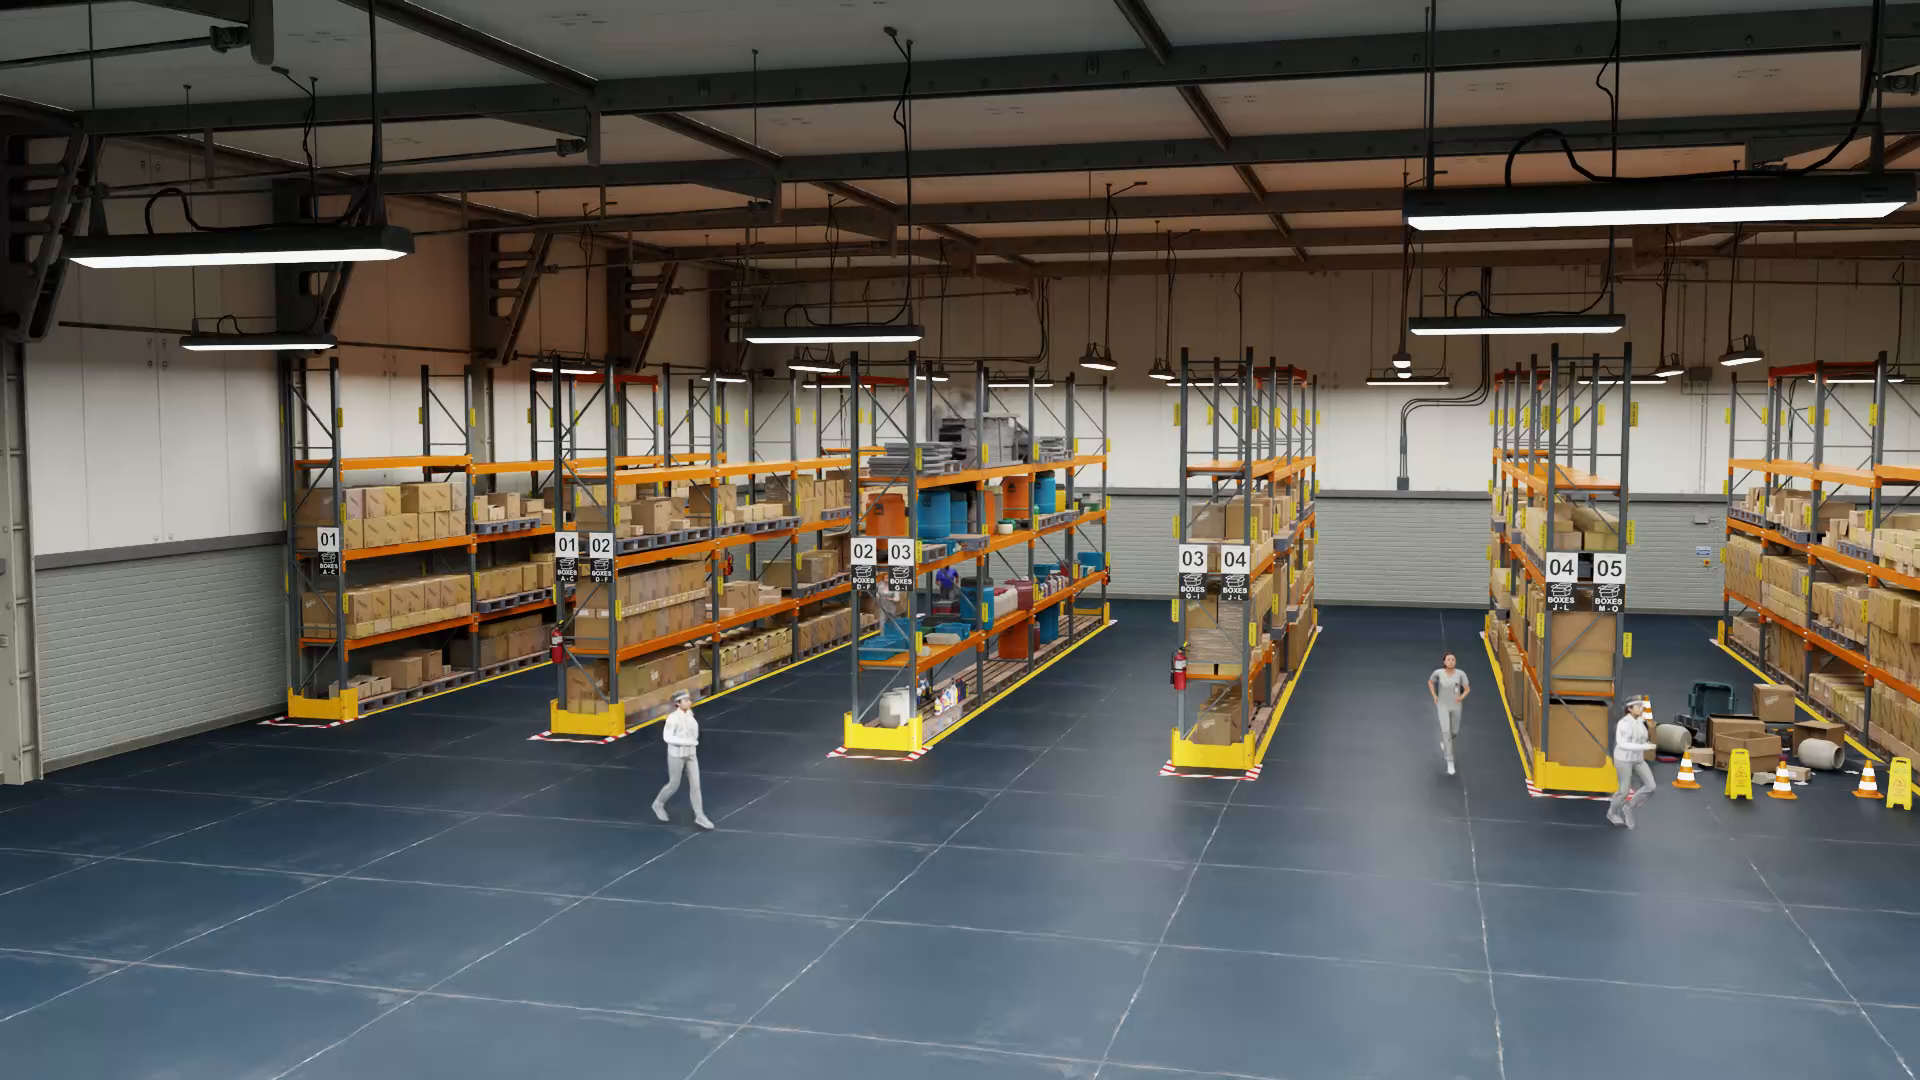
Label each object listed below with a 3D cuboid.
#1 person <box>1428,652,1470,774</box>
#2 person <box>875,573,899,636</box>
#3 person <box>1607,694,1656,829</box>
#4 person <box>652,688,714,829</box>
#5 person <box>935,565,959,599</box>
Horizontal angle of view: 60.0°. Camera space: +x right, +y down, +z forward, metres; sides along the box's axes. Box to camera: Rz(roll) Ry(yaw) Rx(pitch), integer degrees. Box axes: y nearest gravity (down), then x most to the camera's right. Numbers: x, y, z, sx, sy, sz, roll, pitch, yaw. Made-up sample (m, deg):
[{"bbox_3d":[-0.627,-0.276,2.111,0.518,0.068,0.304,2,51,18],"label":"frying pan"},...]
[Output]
[{"bbox_3d":[7.032,2.429,23.879,0.536,1.672,1.124,0,4,2],"label":"person"},{"bbox_3d":[-1.480,1.463,33.661,0.532,1.608,0.847,1,4,7],"label":"person"},{"bbox_3d":[8.144,2.677,20.165,0.639,1.663,0.716,-2,5,-29],"label":"person"},{"bbox_3d":[-3.403,2.644,20.302,0.927,1.693,0.605,3,5,35],"label":"person"},{"bbox_3d":[-0.309,1.272,39.588,0.560,1.675,0.922,0,4,2],"label":"person"}]
